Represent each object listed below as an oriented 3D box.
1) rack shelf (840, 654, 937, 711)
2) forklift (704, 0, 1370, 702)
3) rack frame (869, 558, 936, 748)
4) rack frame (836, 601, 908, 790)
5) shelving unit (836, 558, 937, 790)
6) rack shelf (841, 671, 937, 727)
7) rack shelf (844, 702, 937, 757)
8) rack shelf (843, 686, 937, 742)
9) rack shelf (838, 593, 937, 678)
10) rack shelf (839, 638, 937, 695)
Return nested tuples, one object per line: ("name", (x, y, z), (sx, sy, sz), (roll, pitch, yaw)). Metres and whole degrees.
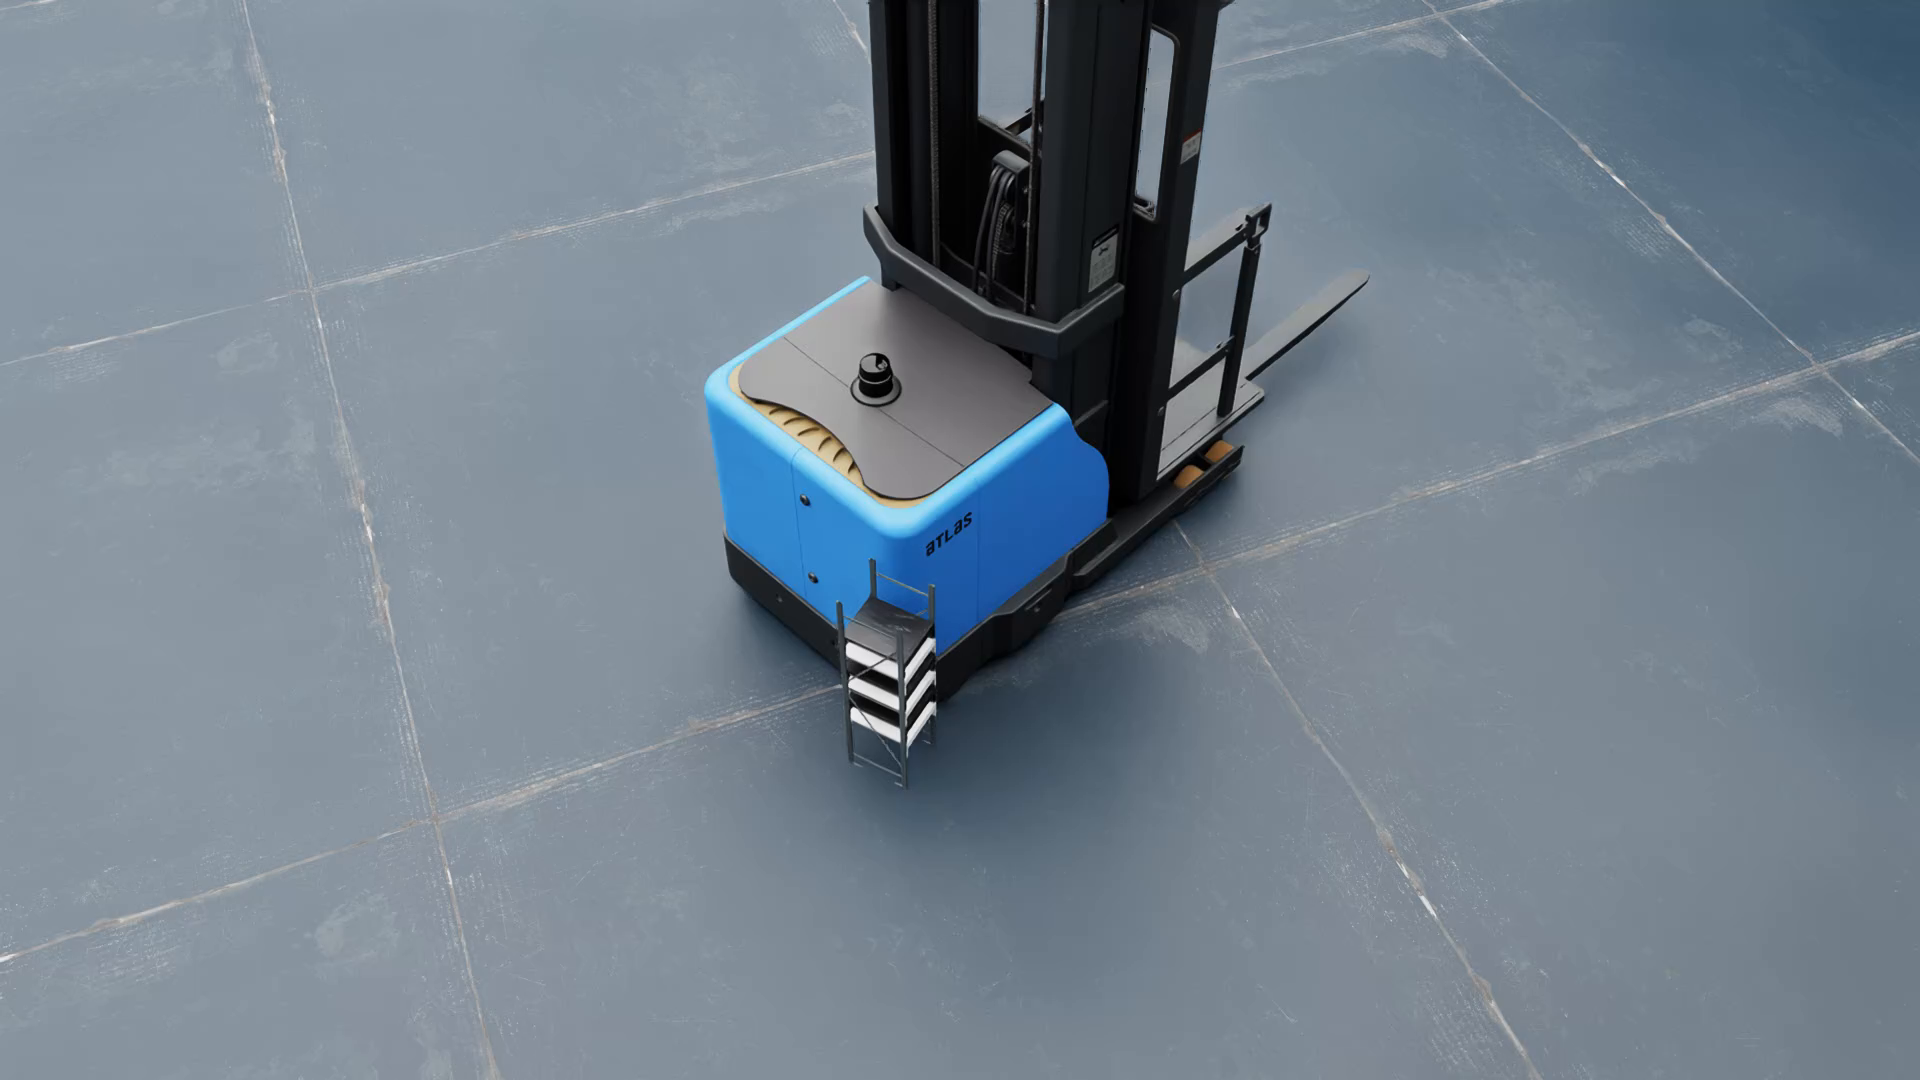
("rack shelf", (-0.238, 0.429, 5.552), (0.258, 0.077, 0.200), (23, 52, 18))
("forklift", (0.504, -1.342, 5.811), (1.130, 2.935, 3.031), (37, 59, 27))
("rack frame", (-0.189, 0.400, 5.654), (0.240, 0.900, 0.006), (23, 52, 18))
("rack frame", (-0.287, 0.534, 5.536), (0.240, 0.900, 0.006), (23, 52, 18))
("shelving unit", (-0.238, 0.467, 5.595), (0.258, 0.900, 0.210), (23, 52, 18))
("rack shelf", (-0.238, 0.489, 5.620), (0.258, 0.077, 0.200), (23, 52, 18))
("rack shelf", (-0.239, 0.608, 5.755), (0.258, 0.077, 0.200), (23, 52, 18))
("rack shelf", (-0.239, 0.548, 5.687), (0.258, 0.077, 0.200), (23, 52, 18))
("rack shelf", (-0.237, 0.310, 5.417), (0.258, 0.077, 0.200), (23, 52, 18))
("rack shelf", (-0.237, 0.370, 5.485), (0.258, 0.077, 0.200), (23, 52, 18))
